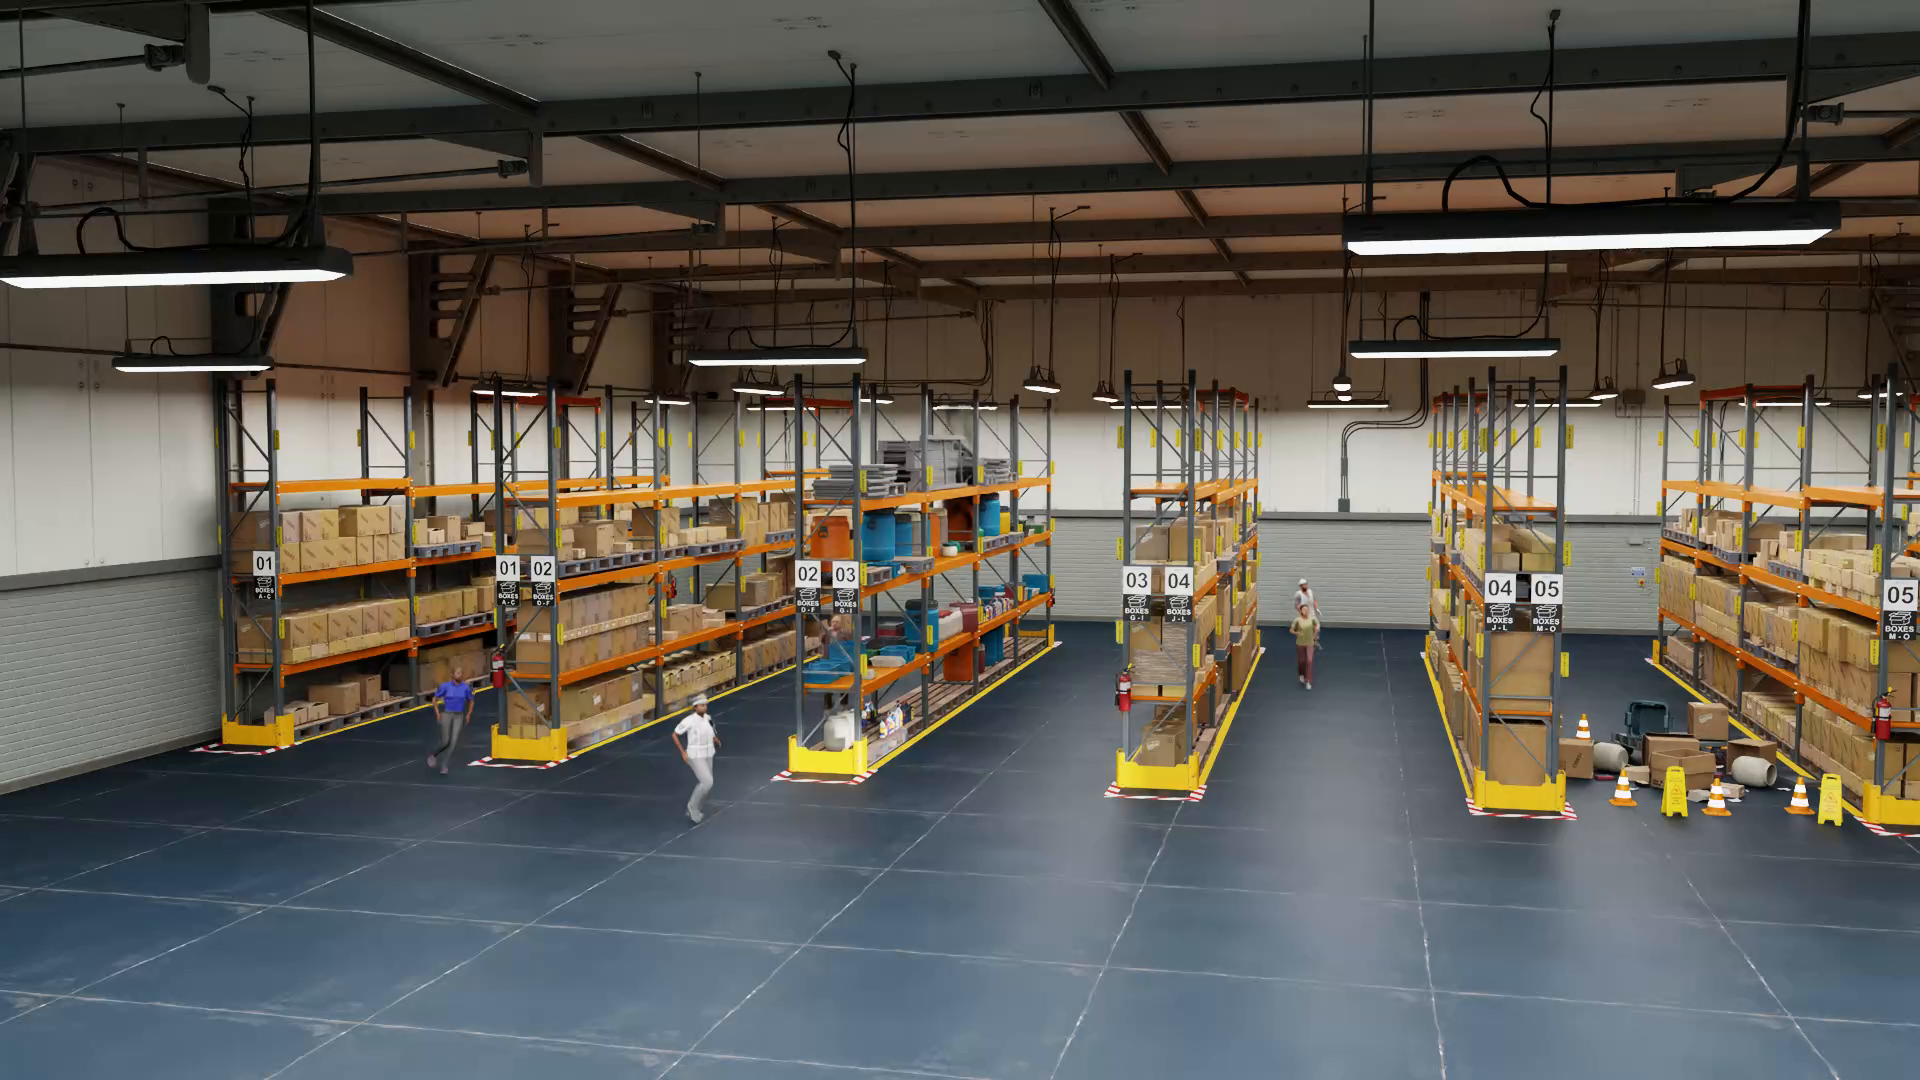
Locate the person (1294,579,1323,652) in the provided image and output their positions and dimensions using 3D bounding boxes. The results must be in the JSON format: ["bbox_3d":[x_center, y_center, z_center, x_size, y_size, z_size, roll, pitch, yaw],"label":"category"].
[{"bbox_3d":[8.235,1.781,39.272,0.734,1.745,0.545,-1,4,-21],"label":"person"}]

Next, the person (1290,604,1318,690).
[{"bbox_3d":[6.959,2.131,33.620,0.581,1.674,0.966,0,3,7],"label":"person"}]

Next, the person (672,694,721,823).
[{"bbox_3d":[-3.369,2.853,21.739,0.652,1.684,0.553,3,4,36],"label":"person"}]

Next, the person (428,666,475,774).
[{"bbox_3d":[-7.677,2.699,25.151,0.658,1.595,0.536,-2,4,-34],"label":"person"}]

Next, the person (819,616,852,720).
[{"bbox_3d":[-2.252,2.288,30.092,0.666,1.834,0.909,1,3,10],"label":"person"}]
